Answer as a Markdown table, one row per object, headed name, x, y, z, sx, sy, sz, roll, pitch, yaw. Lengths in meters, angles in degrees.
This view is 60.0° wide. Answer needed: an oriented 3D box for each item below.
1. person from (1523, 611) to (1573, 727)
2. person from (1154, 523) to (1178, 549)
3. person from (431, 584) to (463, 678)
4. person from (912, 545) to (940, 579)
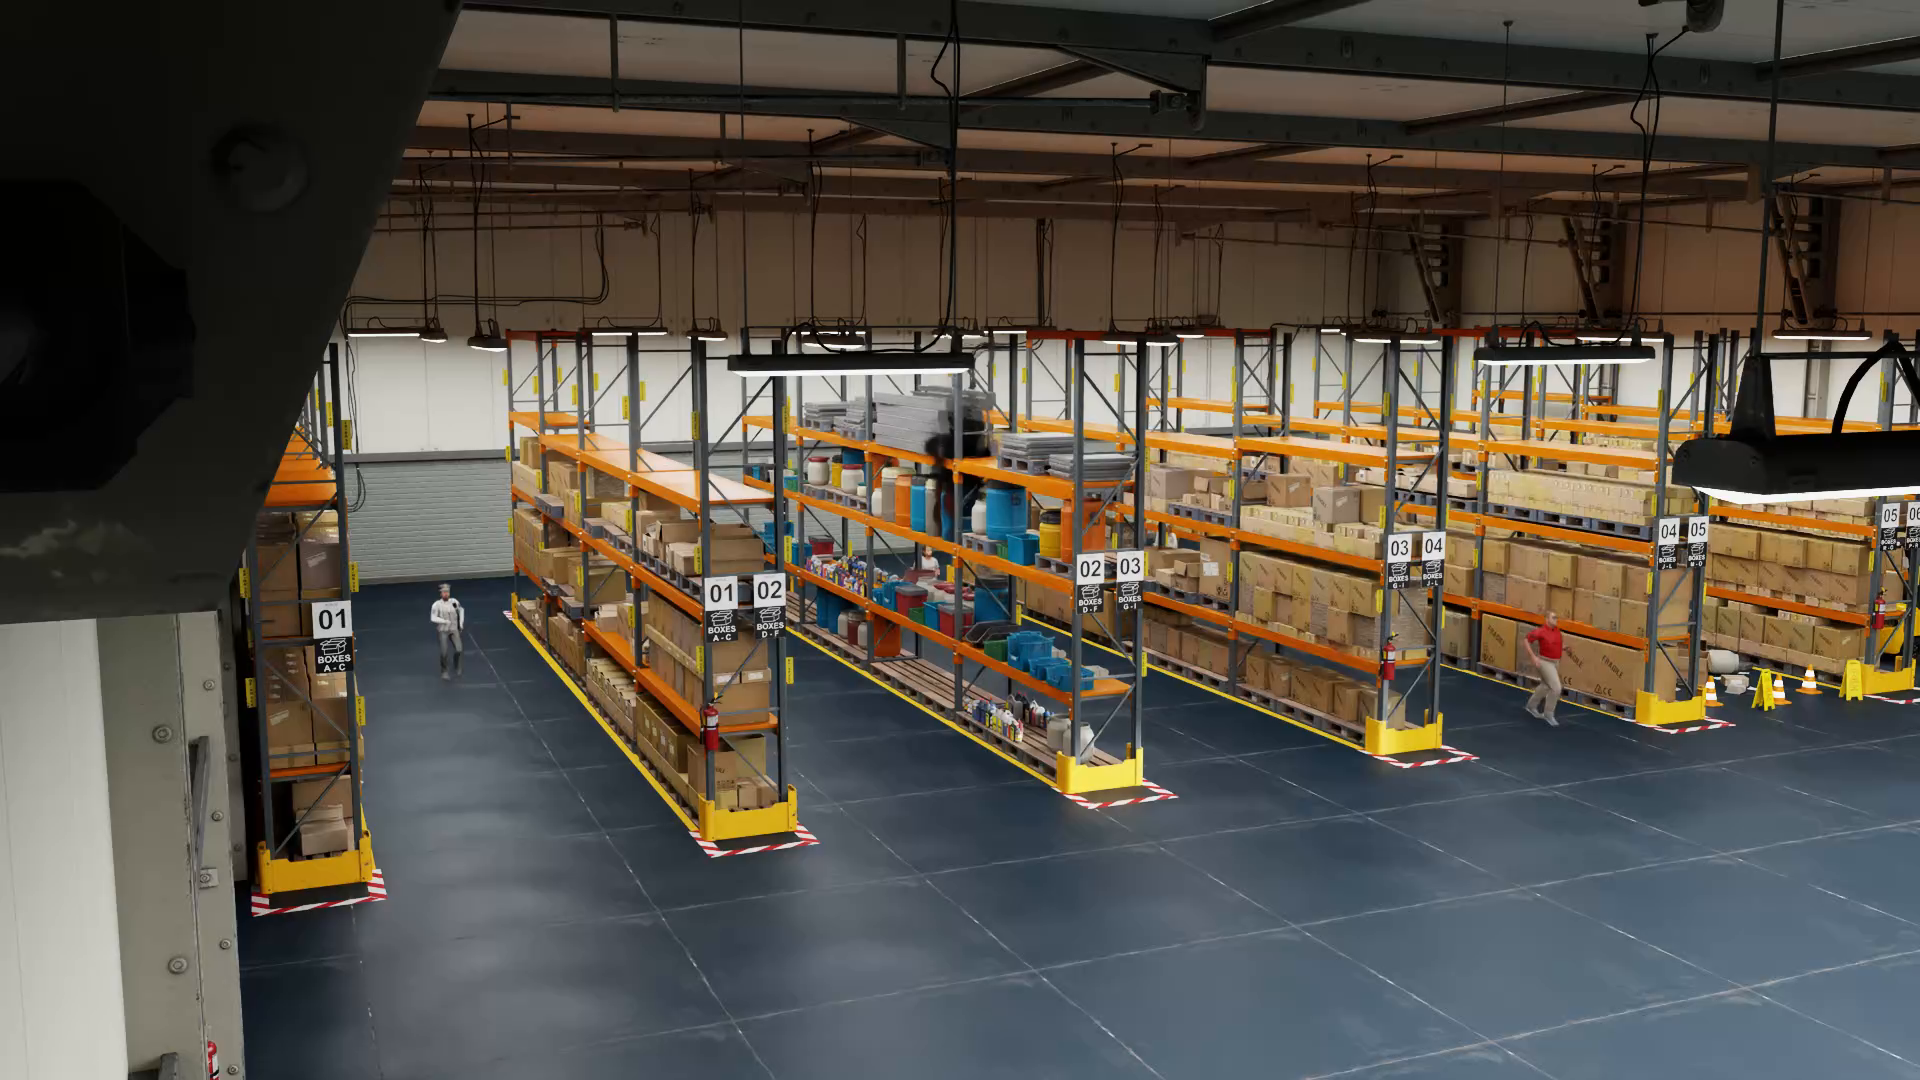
| name | x | y | z | sx | sy | sz | roll | pitch | yaw |
| --- | --- | --- | --- | --- | --- | --- | --- | --- | --- |
| person | 9.130 | 1.985 | 25.795 | 0.635 | 1.789 | 0.765 | -7 | 11 | -42 |
| person | 4.584 | 0.456 | 36.813 | 0.692 | 1.765 | 0.879 | -4 | 9 | -27 |
| person | -8.848 | 1.585 | 28.825 | 0.616 | 1.678 | 0.612 | -5 | 9 | -30 |
| person | -0.673 | 0.920 | 33.774 | 0.570 | 1.672 | 0.805 | -4 | 9 | -27 |
